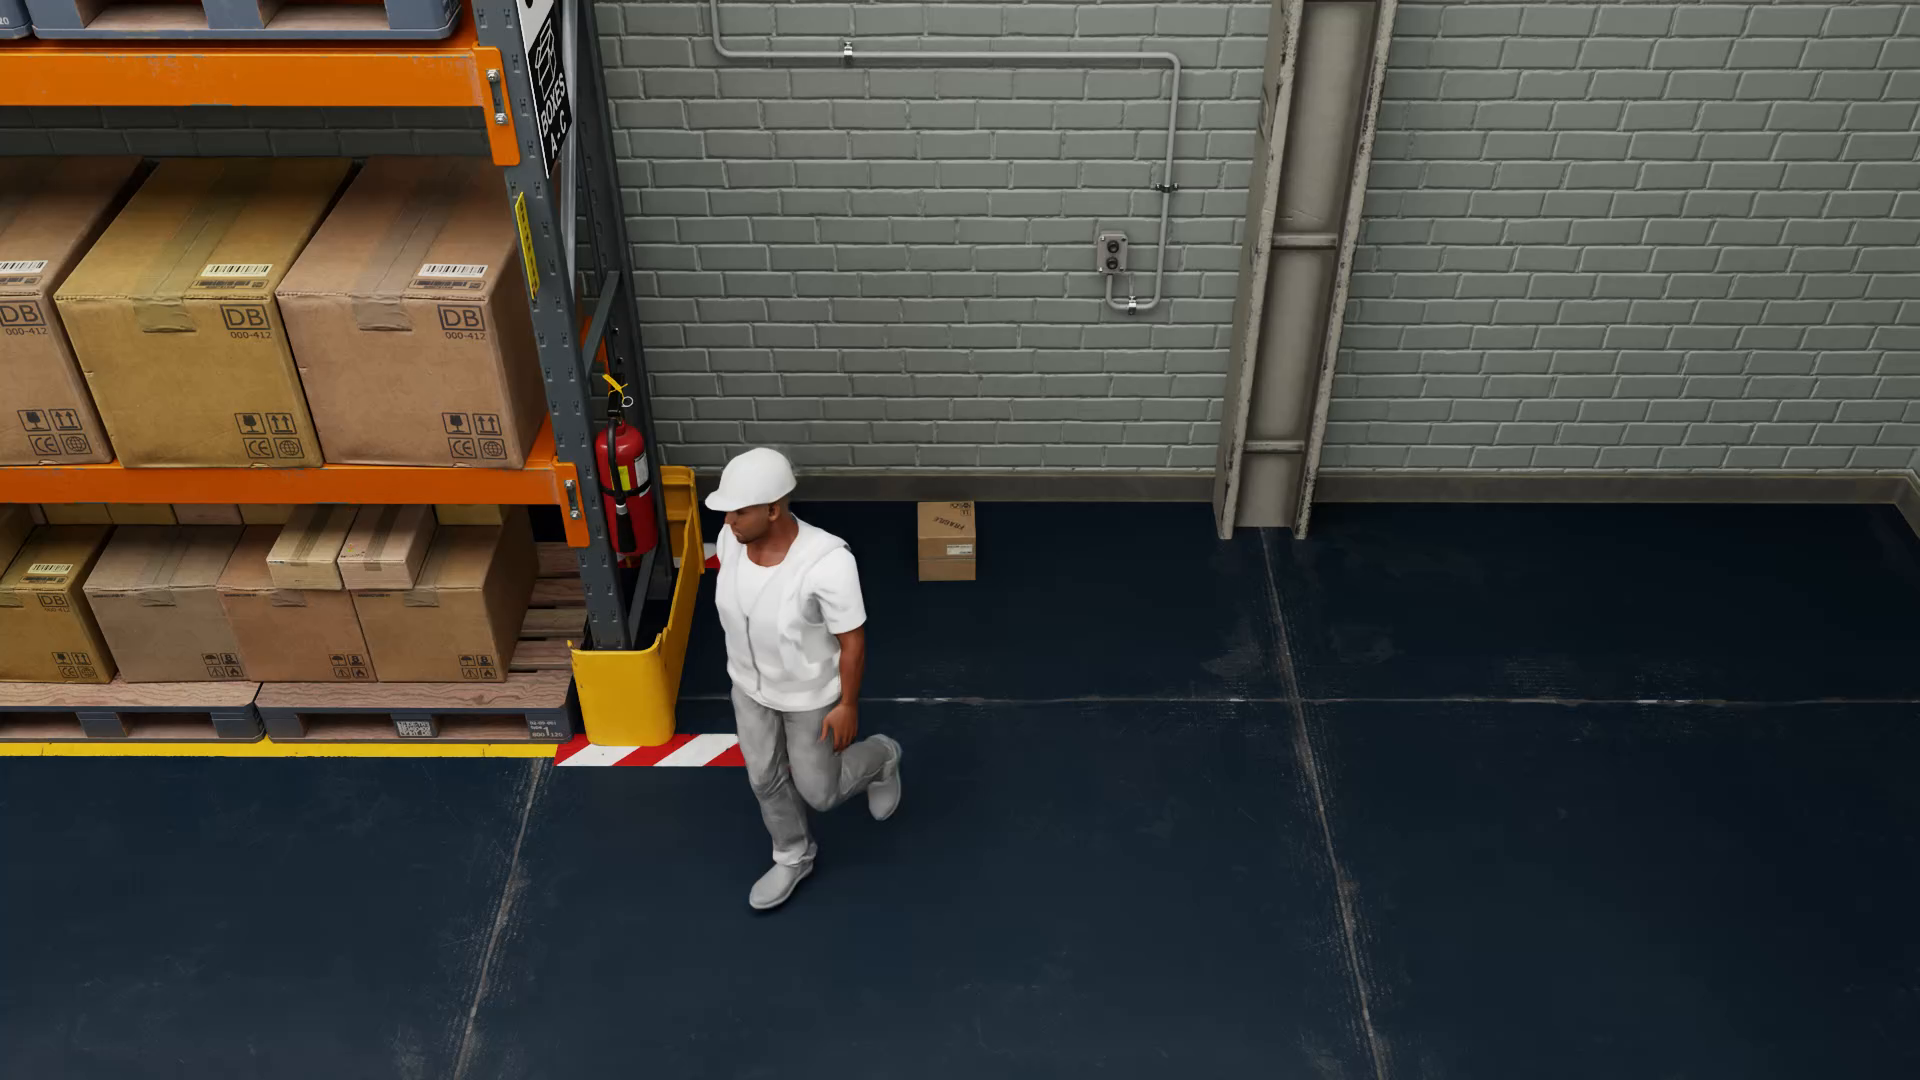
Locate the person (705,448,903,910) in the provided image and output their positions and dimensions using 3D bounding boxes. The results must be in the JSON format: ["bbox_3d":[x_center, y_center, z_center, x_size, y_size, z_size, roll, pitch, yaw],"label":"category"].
[{"bbox_3d":[-0.552,0.448,5.584,0.586,1.739,0.737,22,44,25],"label":"person"}]
